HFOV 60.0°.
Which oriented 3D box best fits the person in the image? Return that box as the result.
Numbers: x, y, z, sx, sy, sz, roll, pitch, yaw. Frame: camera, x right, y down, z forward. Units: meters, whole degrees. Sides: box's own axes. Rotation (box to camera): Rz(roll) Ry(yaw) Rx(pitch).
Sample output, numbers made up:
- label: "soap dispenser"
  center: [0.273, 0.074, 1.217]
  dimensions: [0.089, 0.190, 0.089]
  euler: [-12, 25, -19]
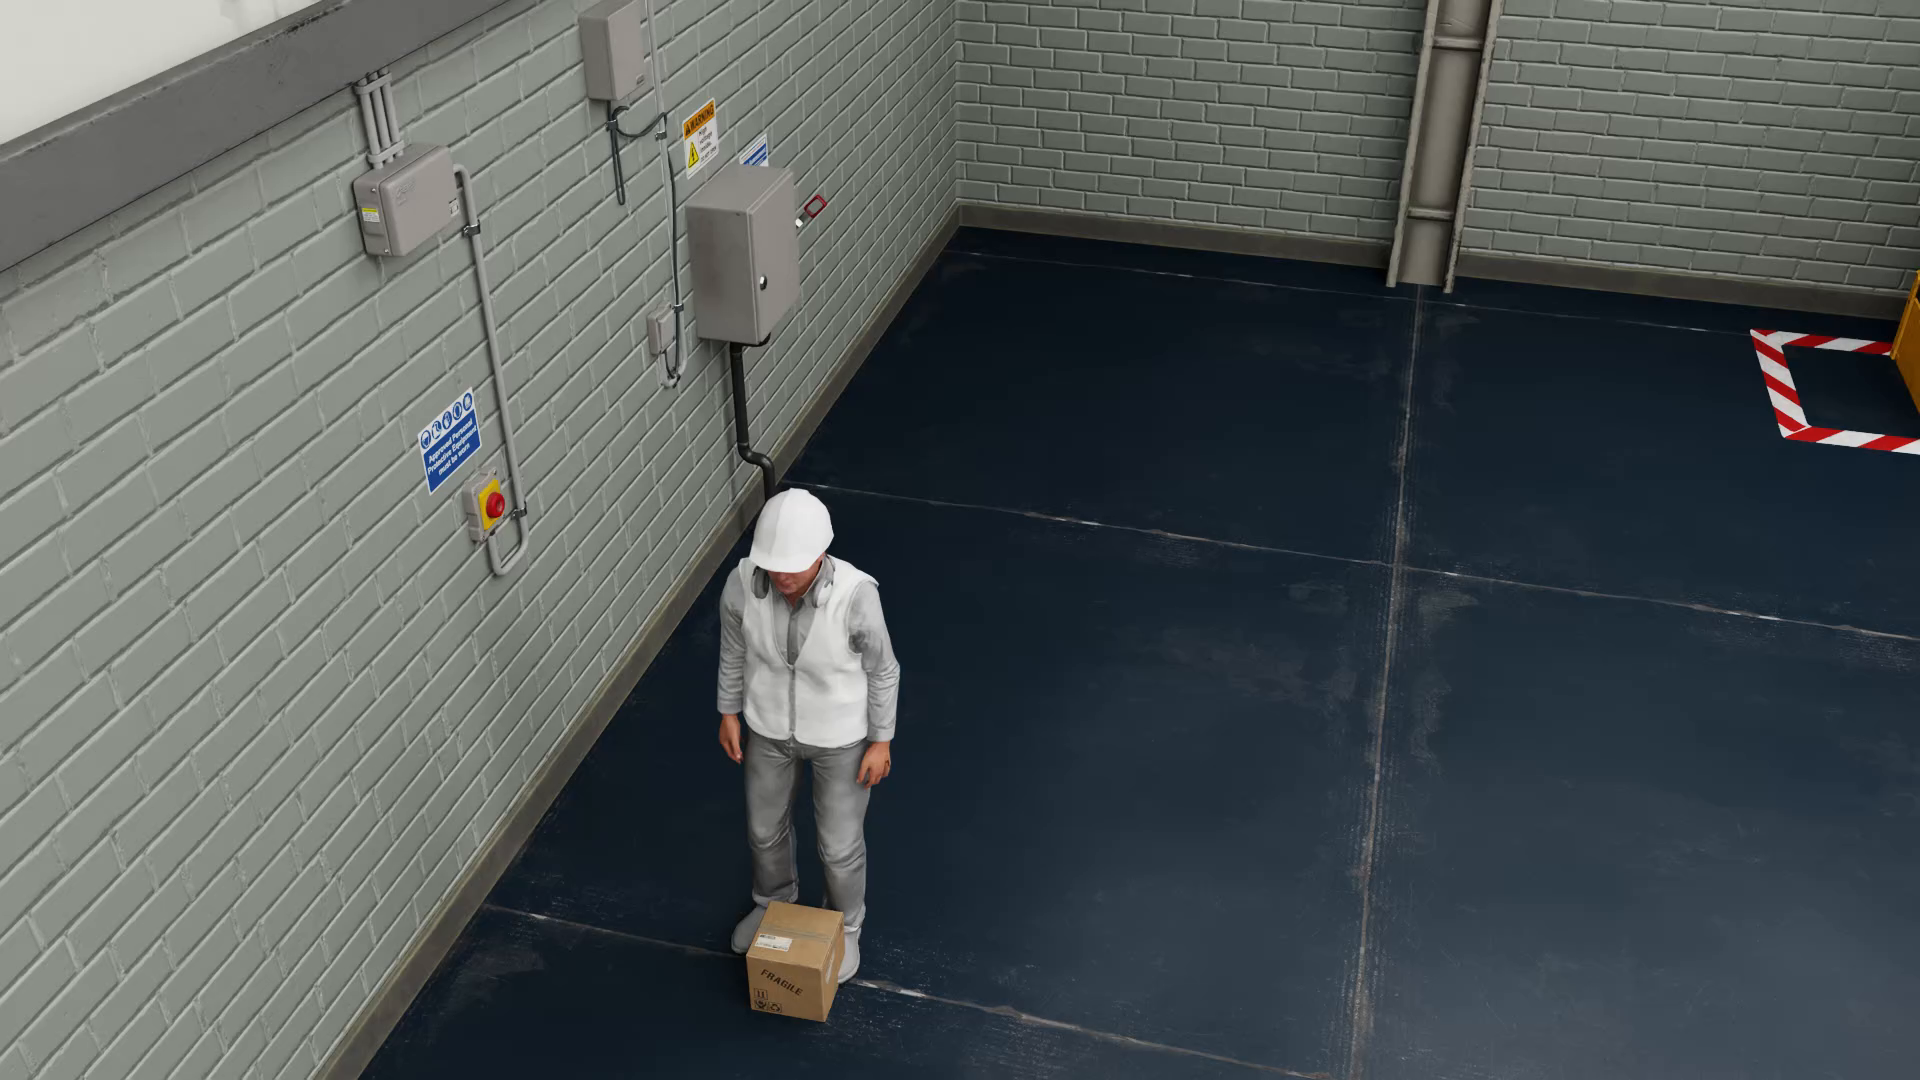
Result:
- label: "person"
  center: [-0.477, 0.588, 5.197]
  dimensions: [0.580, 1.768, 0.464]
  euler: [8, 34, 13]
